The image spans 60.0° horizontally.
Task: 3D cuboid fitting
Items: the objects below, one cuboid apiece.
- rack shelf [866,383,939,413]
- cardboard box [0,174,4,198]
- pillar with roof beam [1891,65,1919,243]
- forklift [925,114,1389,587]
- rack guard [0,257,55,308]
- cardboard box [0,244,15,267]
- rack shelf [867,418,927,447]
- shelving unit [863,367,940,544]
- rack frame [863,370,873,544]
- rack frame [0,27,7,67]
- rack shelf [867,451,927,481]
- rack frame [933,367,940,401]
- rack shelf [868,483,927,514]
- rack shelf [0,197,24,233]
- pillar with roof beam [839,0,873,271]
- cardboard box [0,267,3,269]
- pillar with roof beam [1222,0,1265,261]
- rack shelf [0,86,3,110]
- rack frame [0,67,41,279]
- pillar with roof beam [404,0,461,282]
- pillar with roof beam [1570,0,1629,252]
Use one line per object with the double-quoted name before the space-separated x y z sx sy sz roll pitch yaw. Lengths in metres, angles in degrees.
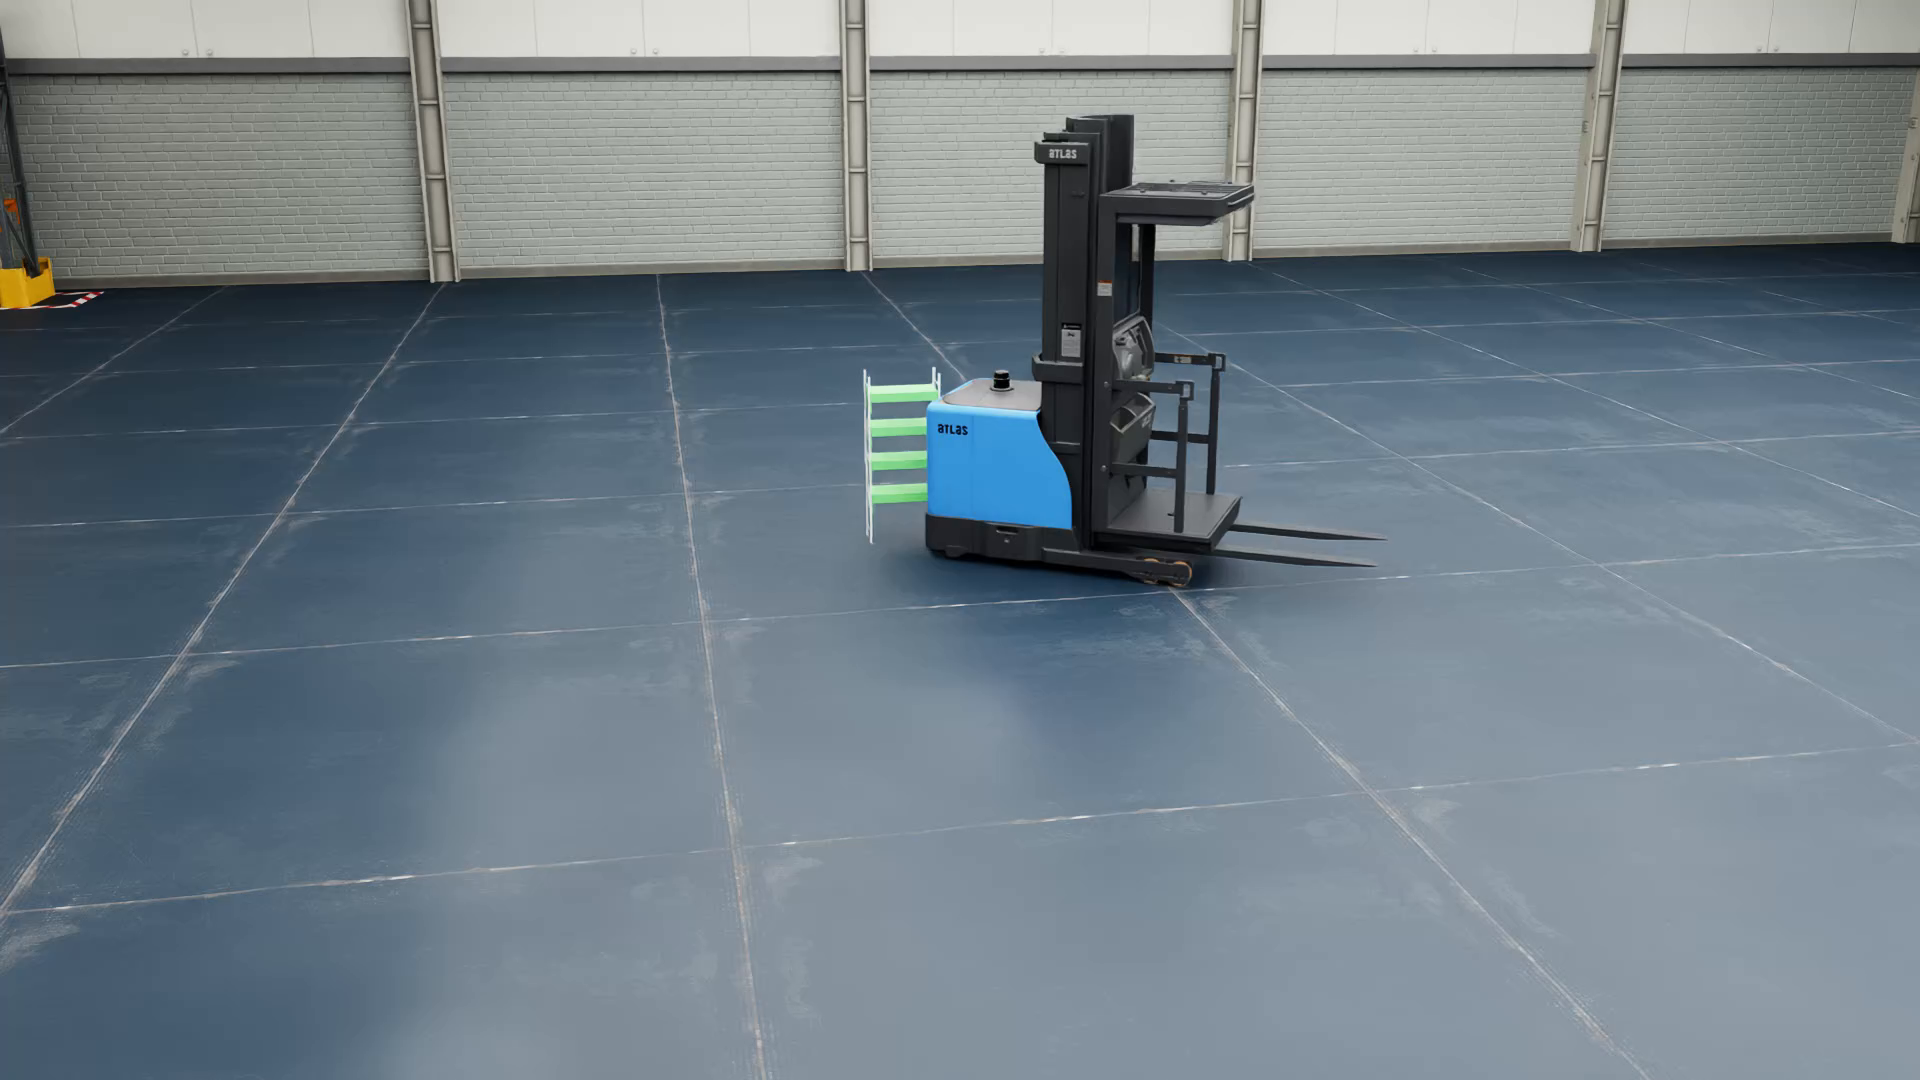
"rack shelf" -0.404 -0.989 11.572 0.480 0.148 0.258 -3 17 -10
"cardboard box" -13.000 -4.726 21.919 0.500 0.500 0.500 -3 17 -9
"pillar with roof beam" 16.957 -8.144 23.002 0.400 9.000 9.100 -3 17 -10
"forklift" 1.333 -1.270 10.955 3.031 2.935 1.130 6 18 19
"rack guard" -12.437 -3.432 22.135 0.348 0.500 1.175 -3 17 -10
"cardboard box" -12.962 -3.785 22.142 0.500 0.250 0.500 -3 17 -9
"rack shelf" -0.404 -0.760 11.642 0.480 0.148 0.258 -3 17 -10
"shelving unit" -0.404 -0.591 11.694 0.503 1.200 0.258 -3 17 -10
"rack frame" -0.644 -0.579 11.652 0.015 1.200 0.240 -3 17 -10
"rack frame" -12.461 -7.494 20.883 0.127 3.000 1.000 -3 17 -10
"rack shelf" -0.404 -0.530 11.713 0.480 0.148 0.258 -3 17 -10
"rack frame" -0.164 -0.604 11.735 0.015 1.200 0.240 -3 17 -10
"rack shelf" -0.404 -0.301 11.783 0.480 0.148 0.258 -3 17 -10
"rack shelf" -14.424 -4.170 21.506 4.000 0.370 1.077 -3 17 -10
"pillar with roof beam" -0.716 -7.142 19.738 0.400 9.000 9.100 -3 17 -10
"cardboard box" -12.980 -3.541 22.200 0.500 0.250 0.500 -3 17 -10
"pillar with roof beam" 5.175 -7.476 20.826 0.400 9.000 9.100 -3 17 -10
"rack shelf" -14.424 -5.604 21.066 4.000 0.370 1.077 -3 17 -10
"rack frame" -12.461 -4.626 21.763 0.127 3.000 1.000 -3 17 -10
"pillar with roof beam" -6.607 -6.808 18.650 0.400 9.000 9.100 -3 17 -10
"pillar with roof beam" 11.066 -7.810 21.914 0.400 9.000 9.100 -3 17 -10
